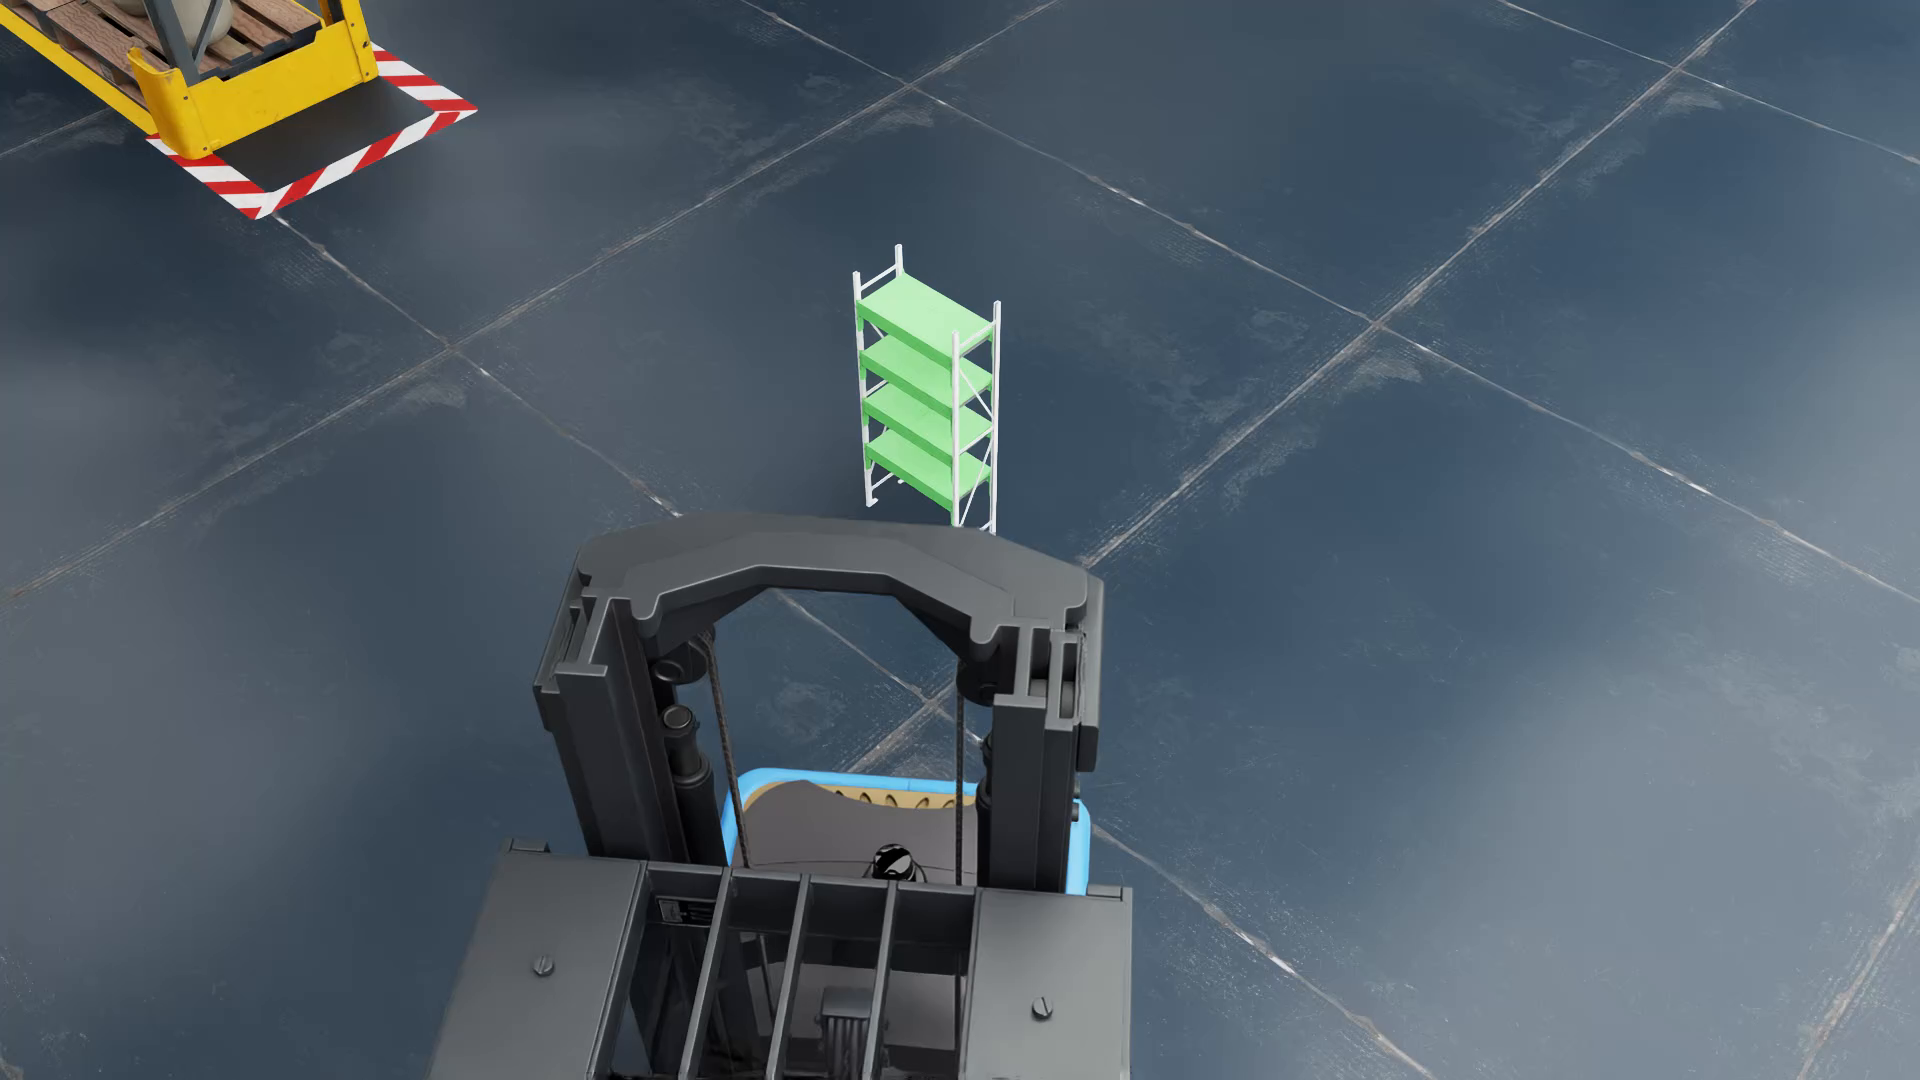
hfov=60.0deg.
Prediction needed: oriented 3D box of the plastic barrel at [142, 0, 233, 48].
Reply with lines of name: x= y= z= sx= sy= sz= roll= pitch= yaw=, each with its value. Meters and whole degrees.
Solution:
plastic barrel: x=-4.145 y=-2.932 z=8.864 sx=0.421 sy=0.512 sz=0.421 roll=0 pitch=47 yaw=0

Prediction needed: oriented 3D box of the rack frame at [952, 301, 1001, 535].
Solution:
rack frame: x=0.058 y=-0.372 z=6.276 sx=0.015 sy=1.200 sz=0.240 roll=34 pitch=55 yaw=28

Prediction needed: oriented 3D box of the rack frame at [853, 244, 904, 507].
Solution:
rack frame: x=-0.301 y=-0.613 z=6.503 sx=0.015 sy=1.200 sz=0.240 roll=34 pitch=55 yaw=28

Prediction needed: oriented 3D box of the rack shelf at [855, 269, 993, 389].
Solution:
rack shelf: x=-0.122 y=-0.777 z=6.086 sx=0.480 sy=0.148 sz=0.258 roll=34 pitch=55 yaw=28

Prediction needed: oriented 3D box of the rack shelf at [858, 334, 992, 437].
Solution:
rack shelf: x=-0.122 y=-0.613 z=6.261 sx=0.480 sy=0.148 sz=0.258 roll=34 pitch=55 yaw=28

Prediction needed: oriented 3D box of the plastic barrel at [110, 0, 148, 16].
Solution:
plastic barrel: x=-4.513 y=-3.180 z=9.097 sx=0.421 sy=0.512 sz=0.421 roll=0 pitch=47 yaw=0

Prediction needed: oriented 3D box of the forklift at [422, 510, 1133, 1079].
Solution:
forklift: x=-0.275 y=1.471 z=3.358 sx=1.130 sy=2.935 sz=3.031 roll=4 pitch=47 yaw=4

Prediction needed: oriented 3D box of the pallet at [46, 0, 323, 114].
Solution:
pallet: x=-4.291 y=-2.818 z=9.251 sx=1.213 sy=0.211 sz=1.003 roll=34 pitch=55 yaw=28

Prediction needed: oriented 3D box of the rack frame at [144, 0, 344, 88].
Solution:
rack frame: x=-3.610 y=-3.355 z=7.843 sx=0.127 sy=3.000 sz=1.000 roll=34 pitch=55 yaw=28

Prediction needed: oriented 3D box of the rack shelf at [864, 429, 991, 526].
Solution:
rack shelf: x=-0.122 y=-0.285 z=6.611 sx=0.480 sy=0.148 sz=0.258 roll=34 pitch=55 yaw=28

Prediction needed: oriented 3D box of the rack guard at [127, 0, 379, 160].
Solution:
rack guard: x=-3.697 y=-2.512 z=8.766 sx=0.348 sy=0.500 sz=1.175 roll=34 pitch=55 yaw=28

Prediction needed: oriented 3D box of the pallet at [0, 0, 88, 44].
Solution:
pallet: x=-5.183 y=-3.421 z=9.817 sx=1.213 sy=0.211 sz=1.003 roll=34 pitch=55 yaw=28

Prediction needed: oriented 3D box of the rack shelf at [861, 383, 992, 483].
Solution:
rack shelf: x=-0.122 y=-0.449 z=6.436 sx=0.480 sy=0.148 sz=0.258 roll=34 pitch=55 yaw=28

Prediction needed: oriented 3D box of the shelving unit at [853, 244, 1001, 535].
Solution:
shelving unit: x=-0.122 y=-0.493 z=6.389 sx=0.503 sy=1.200 sz=0.258 roll=34 pitch=55 yaw=28
